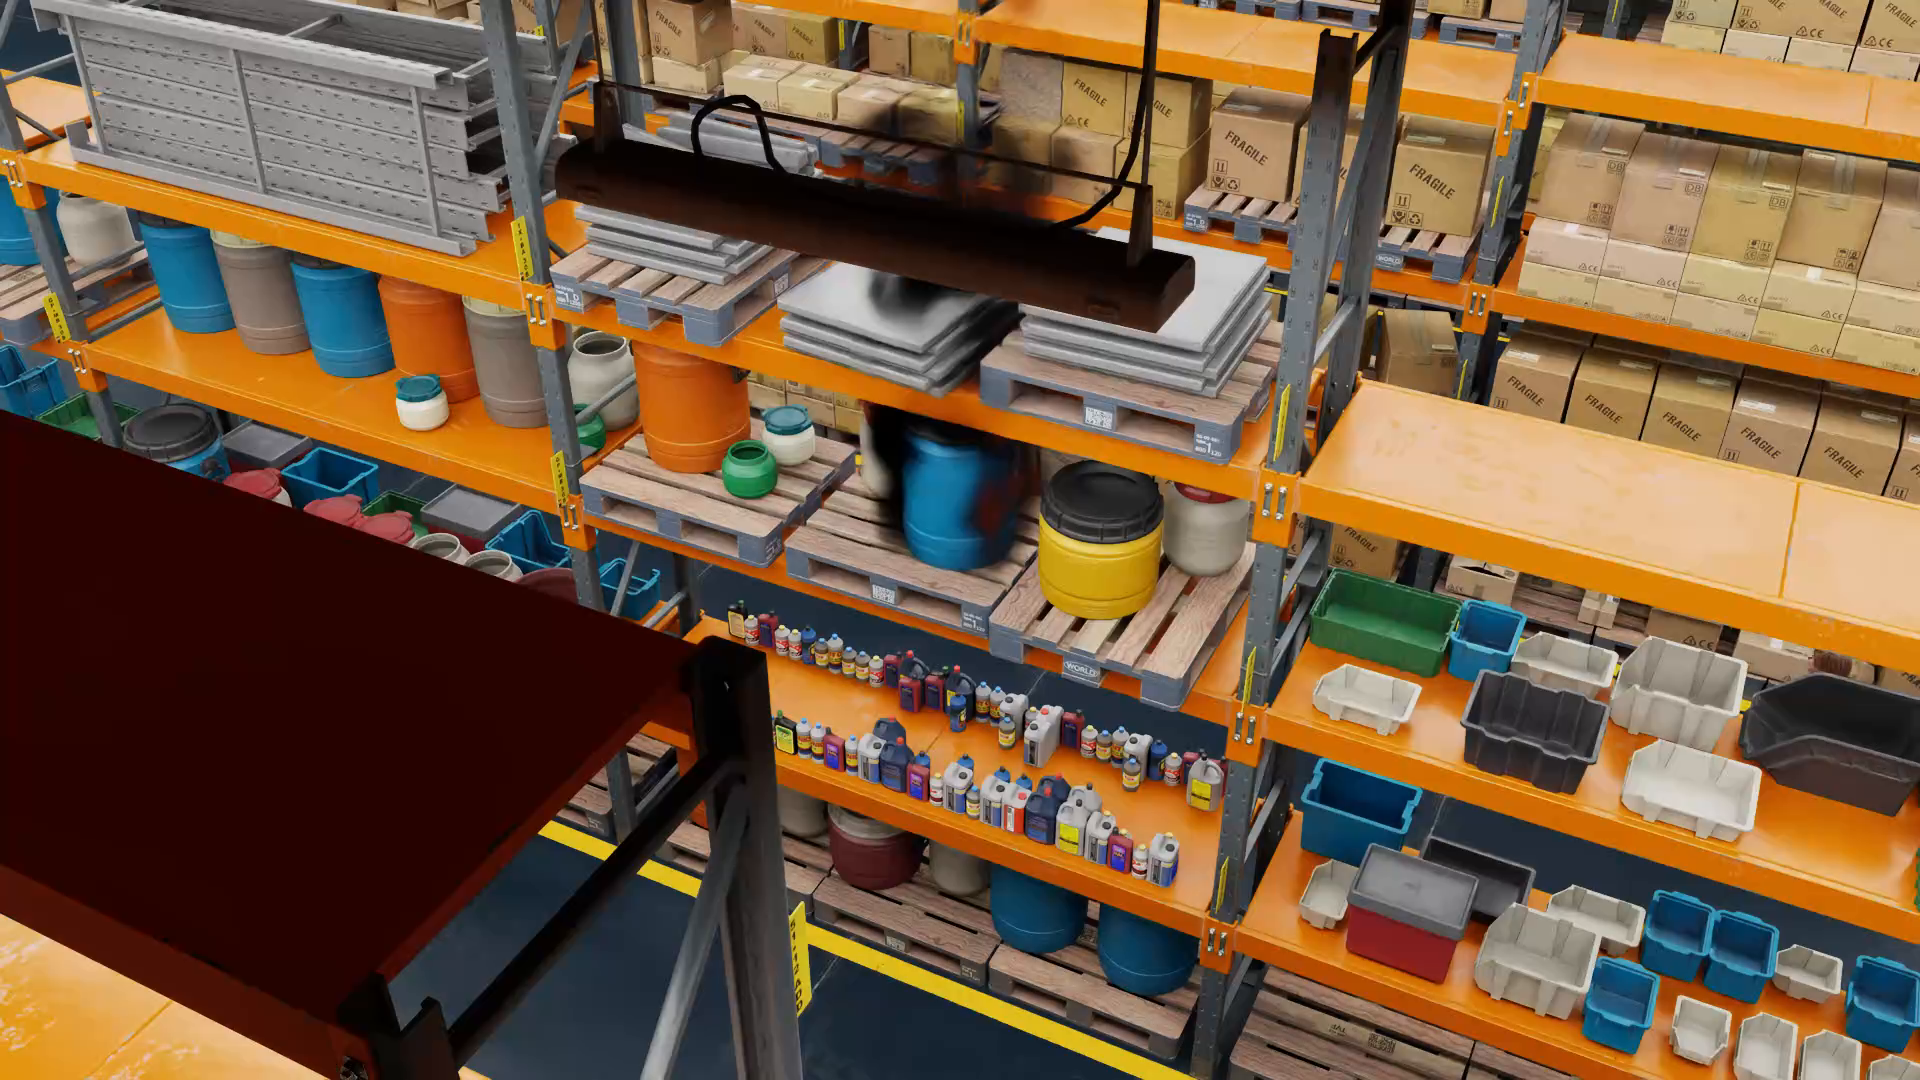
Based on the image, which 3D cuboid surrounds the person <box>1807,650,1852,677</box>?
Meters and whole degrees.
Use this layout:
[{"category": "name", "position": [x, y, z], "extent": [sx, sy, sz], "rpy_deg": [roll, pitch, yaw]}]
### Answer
[{"category": "person", "position": [5.384, 1.342, 10.603], "extent": [0.600, 1.581, 0.557], "rpy_deg": [4, 35, 6]}]
